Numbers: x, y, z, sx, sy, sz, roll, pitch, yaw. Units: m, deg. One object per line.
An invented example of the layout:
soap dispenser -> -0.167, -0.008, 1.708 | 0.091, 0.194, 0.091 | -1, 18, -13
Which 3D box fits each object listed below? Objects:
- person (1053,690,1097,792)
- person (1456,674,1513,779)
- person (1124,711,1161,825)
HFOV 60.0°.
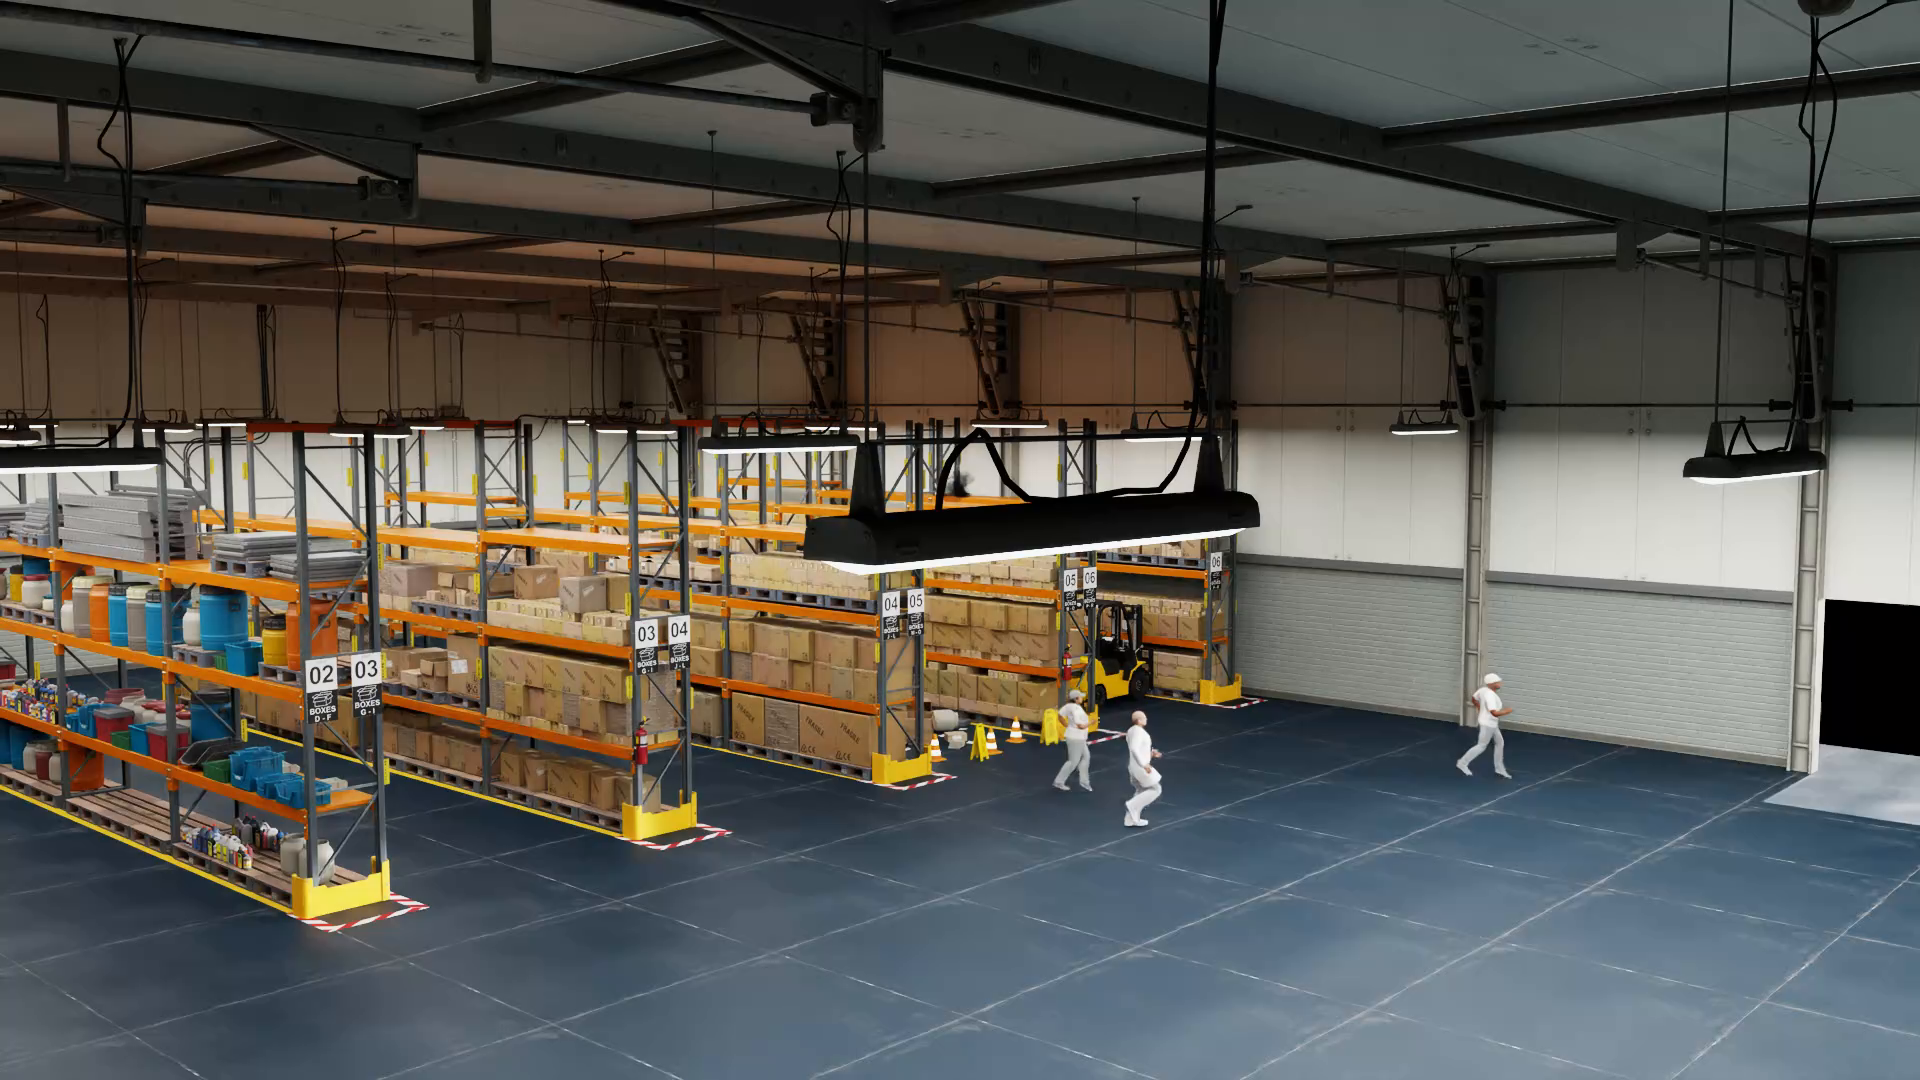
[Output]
person -> 1.865, 3.288, 27.061 | 0.735, 1.722, 0.588 | -1, 5, -7
person -> 8.885, 3.149, 28.130 | 0.948, 1.801, 0.712 | 1, 5, 11
person -> 2.749, 3.424, 24.941 | 0.623, 1.736, 0.703 | -1, 5, -13
